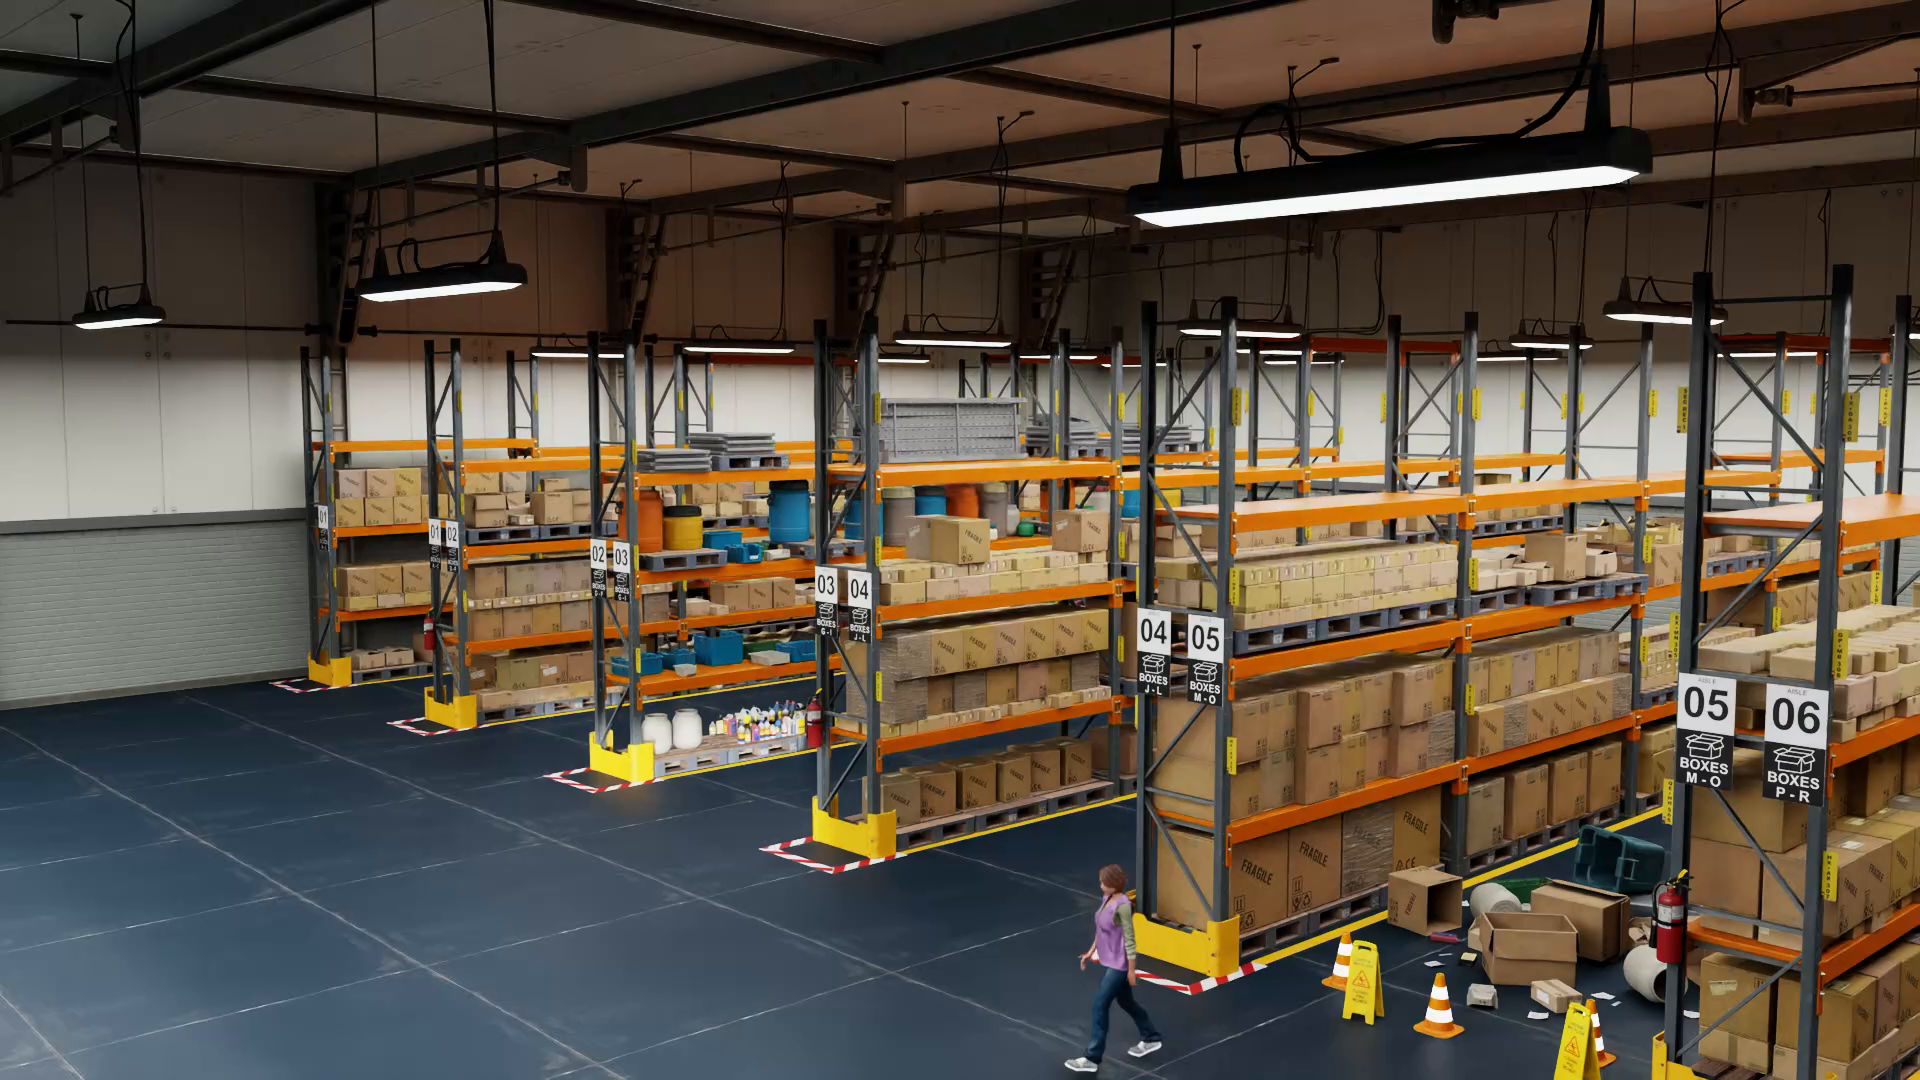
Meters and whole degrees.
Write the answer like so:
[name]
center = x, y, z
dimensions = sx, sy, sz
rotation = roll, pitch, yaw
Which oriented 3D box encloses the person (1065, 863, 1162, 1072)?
[person]
center = 1.183, 3.258, 12.777
dimensions = 0.818, 1.561, 0.425
rotation = -1, 5, -6
